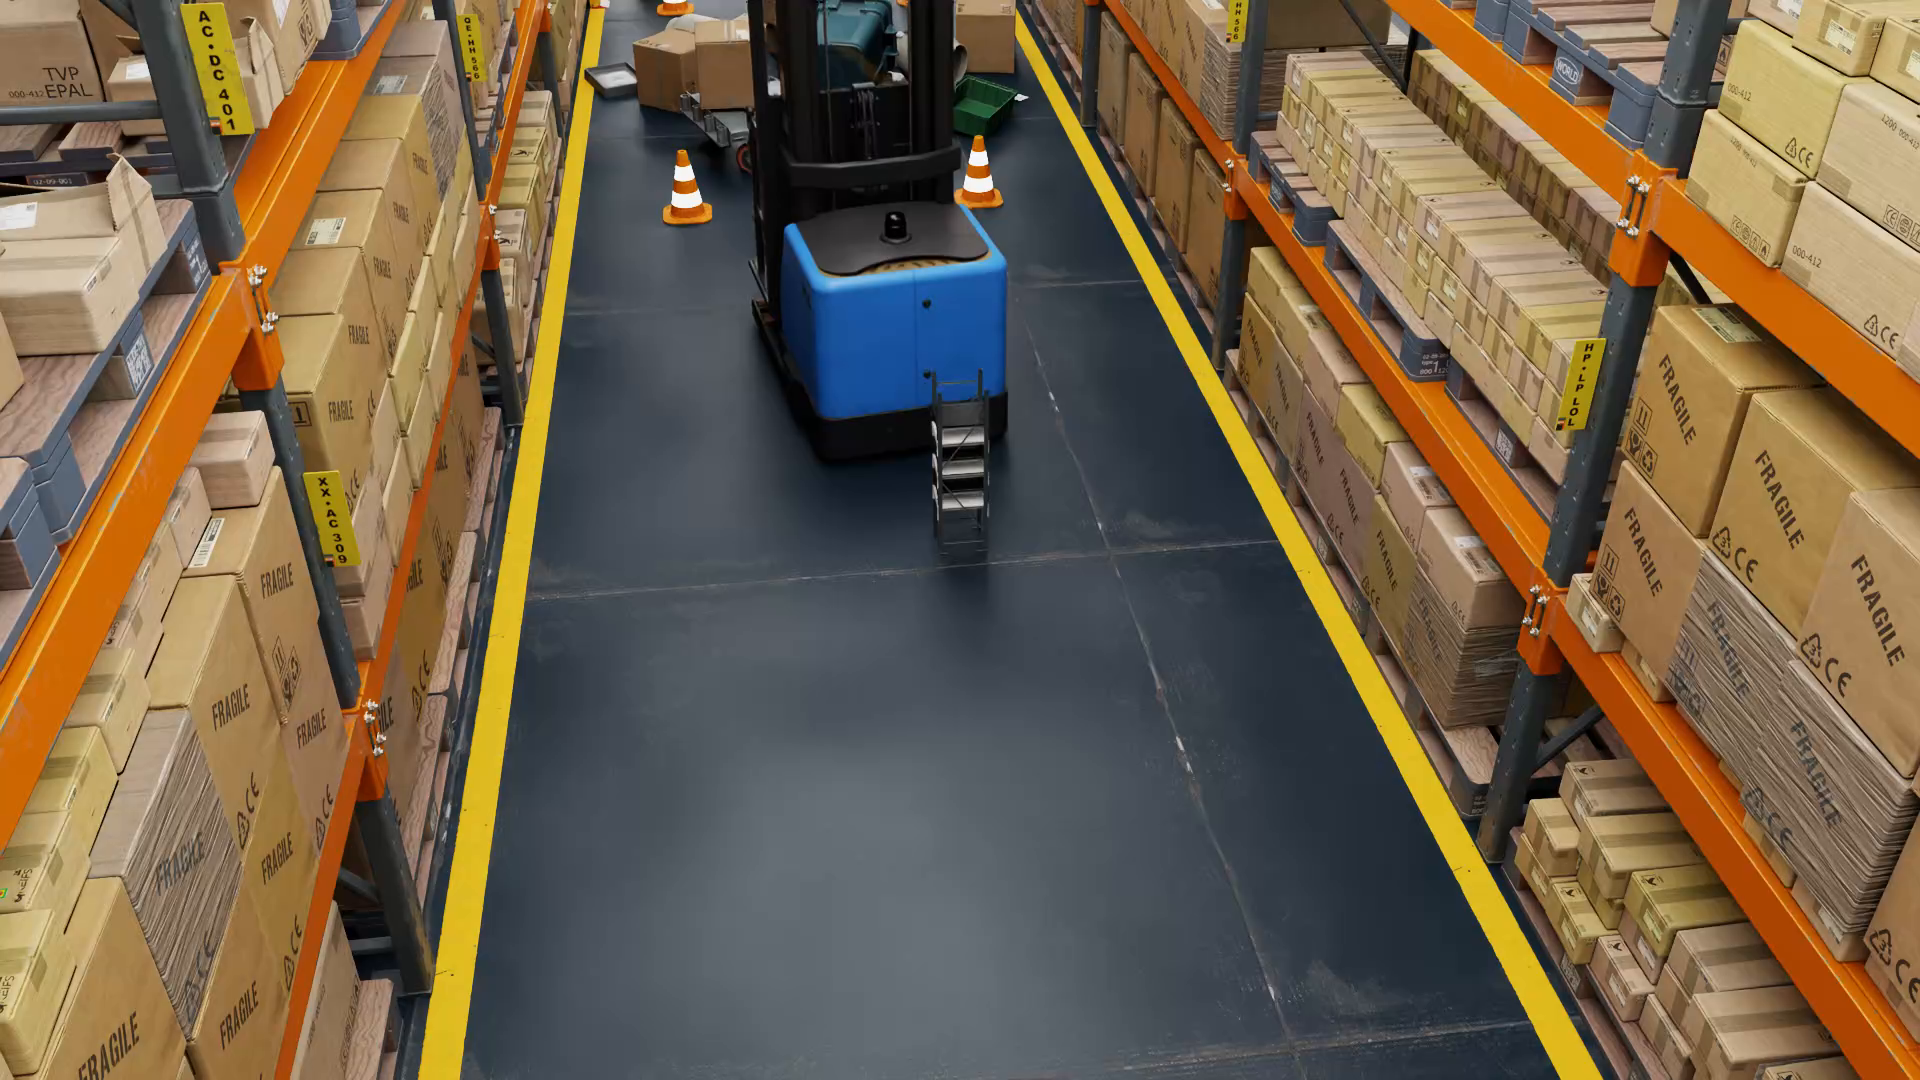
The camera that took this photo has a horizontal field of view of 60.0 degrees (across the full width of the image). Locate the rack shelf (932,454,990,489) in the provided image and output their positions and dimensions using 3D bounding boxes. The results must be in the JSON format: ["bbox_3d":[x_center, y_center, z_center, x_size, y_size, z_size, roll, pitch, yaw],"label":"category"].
[{"bbox_3d":[0.001,-0.340,8.009,0.258,0.077,0.200,-4,35,-6],"label":"rack shelf"}]

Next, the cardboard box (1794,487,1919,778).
[{"bbox_3d":[2.460,0.208,4.040,0.500,0.500,0.500,-4,34,-6],"label":"cardboard box"}]

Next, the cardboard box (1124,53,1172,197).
[{"bbox_3d":[1.741,-2.886,11.447,1.050,0.750,0.750,-4,35,-6],"label":"cardboard box"}]

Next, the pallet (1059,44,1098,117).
[{"bbox_3d":[1.418,-3.799,13.637,1.003,0.211,1.213,-4,35,-6],"label":"pallet"}]

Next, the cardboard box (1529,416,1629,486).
[{"bbox_3d":[2.269,-0.333,5.925,0.380,0.149,0.250,-5,35,-7],"label":"cardboard box"}]

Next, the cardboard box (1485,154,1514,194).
[{"bbox_3d":[2.638,-1.666,7.617,0.380,0.149,0.250,-5,35,-7],"label":"cardboard box"}]

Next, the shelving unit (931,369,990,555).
[{"bbox_3d":[0.001,-0.367,7.990,0.258,0.900,0.210,-4,35,-6],"label":"shelving unit"}]

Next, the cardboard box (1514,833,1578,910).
[{"bbox_3d":[2.249,1.176,6.020,0.380,0.149,0.250,-6,35,-8],"label":"cardboard box"}]

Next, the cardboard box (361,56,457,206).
[{"bbox_3d":[-2.505,-1.757,7.188,0.500,0.500,0.500,-4,34,-6],"label":"cardboard box"}]

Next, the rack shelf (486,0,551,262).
[{"bbox_3d":[-3.180,-2.676,10.152,1.077,0.370,4.000,-4,35,-6],"label":"rack shelf"}]

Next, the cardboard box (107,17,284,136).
[{"bbox_3d":[-2.093,-1.288,4.560,0.396,0.266,0.258,-5,35,-7],"label":"cardboard box"}]

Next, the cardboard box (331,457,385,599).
[{"bbox_3d":[-2.152,-0.037,5.329,0.500,0.250,0.500,-5,35,-8],"label":"cardboard box"}]

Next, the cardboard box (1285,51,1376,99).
[{"bbox_3d":[1.852,-2.329,8.326,0.380,0.149,0.250,-4,35,-6],"label":"cardboard box"}]

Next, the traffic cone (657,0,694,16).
[{"bbox_3d":[-2.651,-5.131,15.368,0.336,0.463,0.334,-4,35,-6],"label":"traffic cone"}]

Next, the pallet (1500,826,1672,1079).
[{"bbox_3d":[2.644,1.468,5.908,1.003,0.211,1.213,-4,35,-6],"label":"pallet"}]

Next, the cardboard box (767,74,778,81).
[{"bbox_3d":[-1.431,-3.577,13.263,0.396,0.266,0.258,27,43,34],"label":"cardboard box"}]

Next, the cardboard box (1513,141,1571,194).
[{"bbox_3d":[2.673,-1.644,7.320,0.380,0.149,0.250,-3,34,-4],"label":"cardboard box"}]

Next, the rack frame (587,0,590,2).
[{"bbox_3d":[-3.987,-6.322,14.862,1.000,3.000,0.127,-4,35,-6],"label":"rack frame"}]

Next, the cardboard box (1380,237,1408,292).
[{"bbox_3d":[2.055,-1.208,7.210,0.380,0.149,0.250,-5,35,-8],"label":"cardboard box"}]

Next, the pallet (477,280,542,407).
[{"bbox_3d":[-3.014,-1.141,9.737,1.003,0.211,1.213,-4,35,-6],"label":"pallet"}]

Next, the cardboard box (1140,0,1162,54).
[{"bbox_3d":[1.448,-3.404,10.493,0.500,0.500,0.500,-4,34,-6],"label":"cardboard box"}]

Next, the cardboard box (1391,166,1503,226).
[{"bbox_3d":[2.059,-1.459,7.049,0.380,0.149,0.250,-5,35,-7],"label":"cardboard box"}]

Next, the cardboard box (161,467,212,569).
[{"bbox_3d":[-2.088,-0.045,4.099,0.380,0.149,0.250,-4,34,-5],"label":"cardboard box"}]

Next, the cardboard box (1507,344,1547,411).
[{"bbox_3d":[2.233,-0.603,6.057,0.380,0.149,0.250,-4,34,-6],"label":"cardboard box"}]

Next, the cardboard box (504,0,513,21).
[{"bbox_3d":[-2.983,-3.322,10.312,0.380,0.149,0.250,-4,35,-6],"label":"cardboard box"}]

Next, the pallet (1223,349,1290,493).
[{"bbox_3d":[2.084,-0.700,9.090,1.003,0.211,1.213,-4,35,-6],"label":"pallet"}]

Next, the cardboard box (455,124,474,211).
[{"bbox_3d":[-2.594,-1.751,7.845,0.500,0.250,0.500,-4,35,-7],"label":"cardboard box"}]

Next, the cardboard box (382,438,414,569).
[{"bbox_3d":[-2.241,-0.117,5.892,0.500,0.250,0.500,-5,35,-8],"label":"cardboard box"}]

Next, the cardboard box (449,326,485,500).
[{"bbox_3d":[-2.900,-0.761,8.217,0.875,0.875,0.875,-5,35,-7],"label":"cardboard box"}]

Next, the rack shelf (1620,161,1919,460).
[{"bbox_3d":[2.788,0.117,3.389,1.077,0.370,4.000,-4,35,-6],"label":"rack shelf"}]

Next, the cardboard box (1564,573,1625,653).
[{"bbox_3d":[2.233,0.230,5.472,0.380,0.149,0.250,-3,34,-5],"label":"cardboard box"}]

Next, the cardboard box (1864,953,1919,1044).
[{"bbox_3d":[2.540,1.108,4.184,0.380,0.149,0.250,-3,34,-5],"label":"cardboard box"}]

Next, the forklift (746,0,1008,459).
[{"bbox_3d":[-0.640,-2.464,9.263,1.130,2.935,3.031,-9,35,-13],"label":"forklift"}]

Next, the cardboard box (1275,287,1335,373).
[{"bbox_3d":[1.902,-1.053,8.312,0.500,0.250,0.500,-5,35,-7],"label":"cardboard box"}]

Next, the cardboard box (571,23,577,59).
[{"bbox_3d":[-3.417,-4.069,13.626,0.500,0.250,0.500,-5,35,-7],"label":"cardboard box"}]

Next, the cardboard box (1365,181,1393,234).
[{"bbox_3d":[2.021,-1.478,7.341,0.380,0.149,0.250,-5,35,-7],"label":"cardboard box"}]

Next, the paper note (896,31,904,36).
[{"bbox_3d":[-0.572,-4.545,14.893,0.144,0.017,0.142,7,35,10],"label":"paper note"}]

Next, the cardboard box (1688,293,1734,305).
[{"bbox_3d":[2.878,-0.782,6.055,0.380,0.149,0.250,-3,34,-5],"label":"cardboard box"}]

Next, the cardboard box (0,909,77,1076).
[{"bbox_3d":[-1.775,0.797,2.865,0.380,0.149,0.250,-5,35,-8],"label":"cardboard box"}]

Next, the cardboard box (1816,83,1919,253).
[{"bbox_3d":[2.408,-0.875,3.896,0.500,0.250,0.500,-5,35,-7],"label":"cardboard box"}]

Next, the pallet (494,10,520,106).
[{"bbox_3d":[-3.218,-2.880,9.982,1.003,0.211,1.213,-4,35,-6],"label":"pallet"}]

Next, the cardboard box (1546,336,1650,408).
[{"bbox_3d":[2.271,-0.581,5.761,0.380,0.149,0.250,-3,34,-4],"label":"cardboard box"}]

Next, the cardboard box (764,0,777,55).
[{"bbox_3d":[-1.242,-4.501,14.409,0.637,0.503,0.797,27,43,34],"label":"cardboard box"}]

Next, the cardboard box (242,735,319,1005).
[{"bbox_3d":[-1.982,0.860,4.236,0.500,0.500,0.500,-5,35,-8],"label":"cardboard box"}]

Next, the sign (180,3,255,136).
[{"bbox_3d":[-1.823,-1.154,4.087,0.100,0.325,0.005,-4,35,-6],"label":"sign"}]

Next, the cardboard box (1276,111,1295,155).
[{"bbox_3d":[1.841,-2.093,8.508,0.380,0.149,0.250,-5,35,-7],"label":"cardboard box"}]

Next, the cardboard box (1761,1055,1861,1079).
[{"bbox_3d":[2.550,1.644,4.805,0.380,0.149,0.250,-6,35,-8],"label":"cardboard box"}]

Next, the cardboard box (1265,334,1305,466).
[{"bbox_3d":[1.894,-0.735,8.511,0.500,0.500,0.500,-4,34,-6],"label":"cardboard box"}]

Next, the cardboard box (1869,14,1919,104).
[{"bbox_3d":[2.411,-1.135,3.923,0.380,0.149,0.250,-5,35,-7],"label":"cardboard box"}]

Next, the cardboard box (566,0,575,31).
[{"bbox_3d":[-3.412,-4.374,13.407,0.500,0.500,0.500,-3,34,-4],"label":"cardboard box"}]
